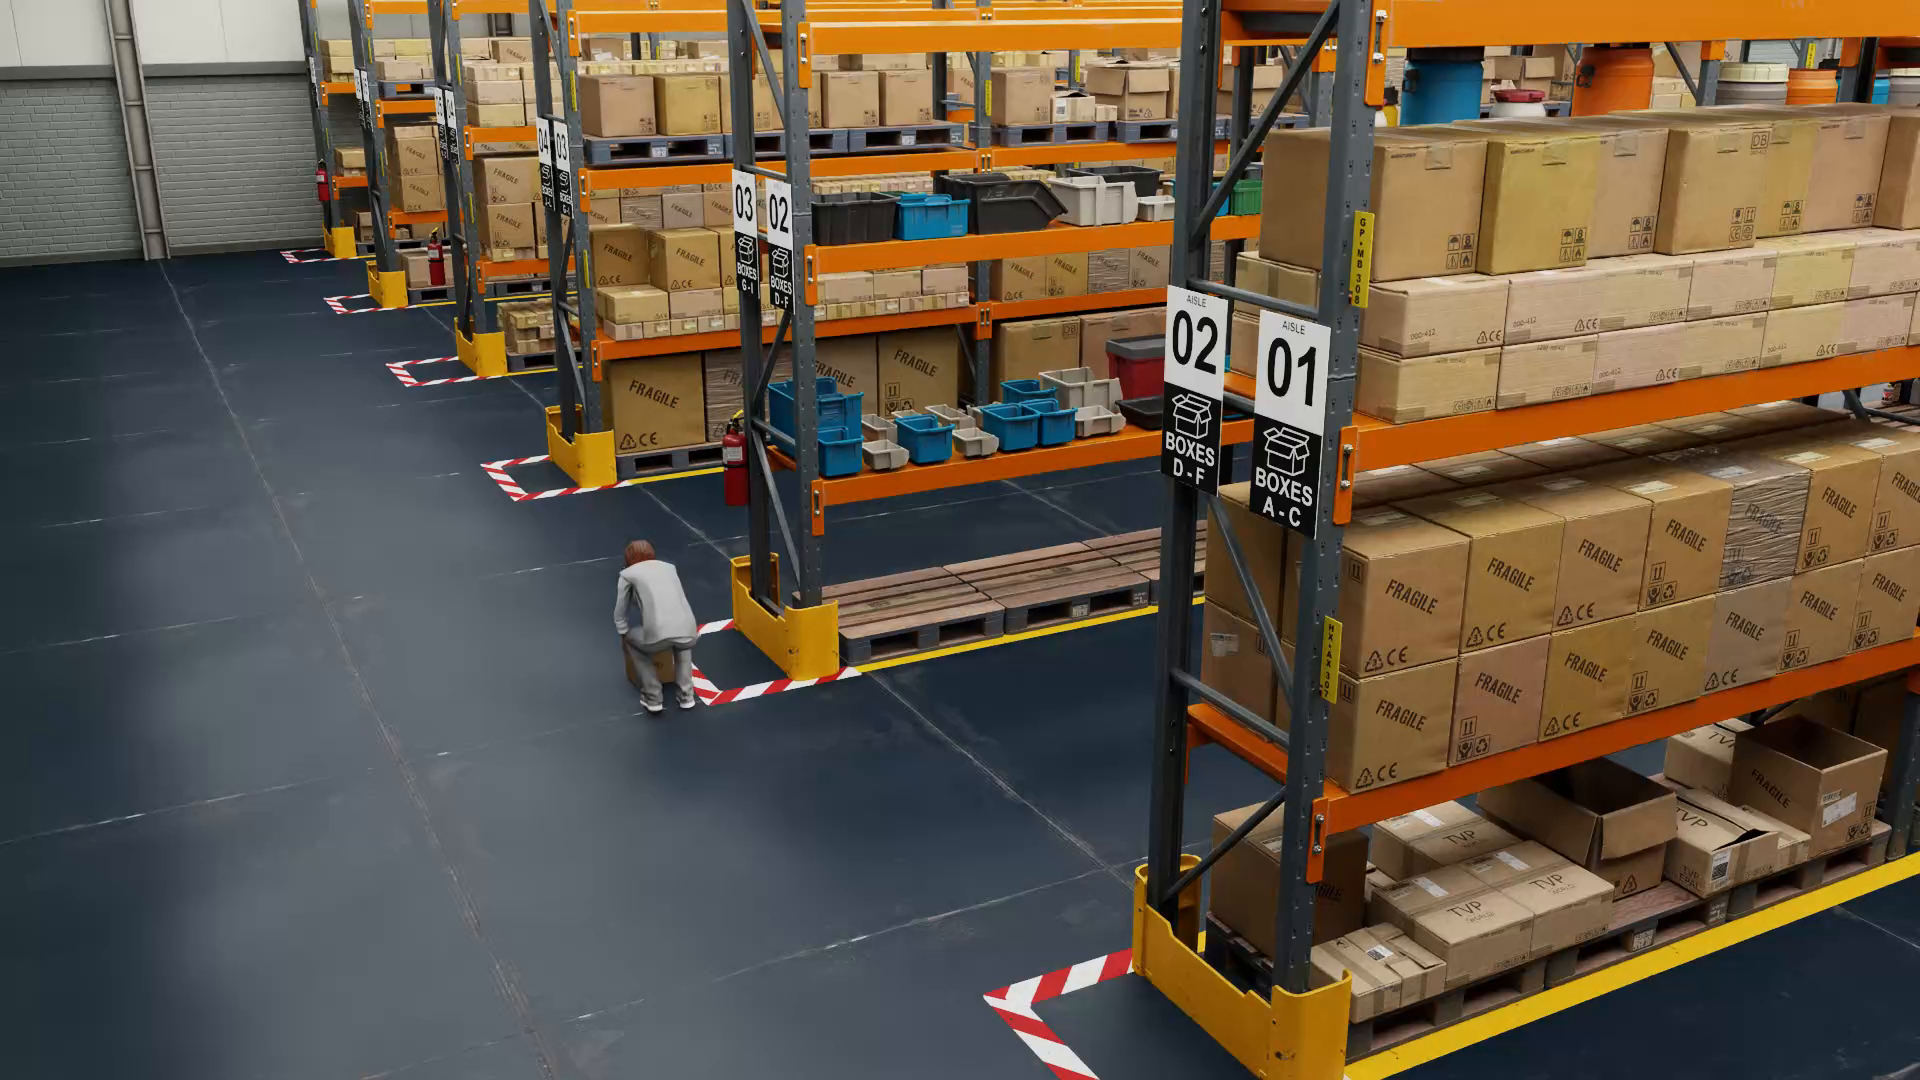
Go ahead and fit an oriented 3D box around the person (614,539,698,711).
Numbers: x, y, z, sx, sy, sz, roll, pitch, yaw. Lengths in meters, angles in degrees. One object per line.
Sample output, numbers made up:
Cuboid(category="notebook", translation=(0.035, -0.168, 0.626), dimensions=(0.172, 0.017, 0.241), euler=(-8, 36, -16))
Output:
Cuboid(category="person", translation=(-1.912, 0.561, 10.466), dimensions=(0.456, 0.986, 0.763), euler=(-7, 20, -21))
